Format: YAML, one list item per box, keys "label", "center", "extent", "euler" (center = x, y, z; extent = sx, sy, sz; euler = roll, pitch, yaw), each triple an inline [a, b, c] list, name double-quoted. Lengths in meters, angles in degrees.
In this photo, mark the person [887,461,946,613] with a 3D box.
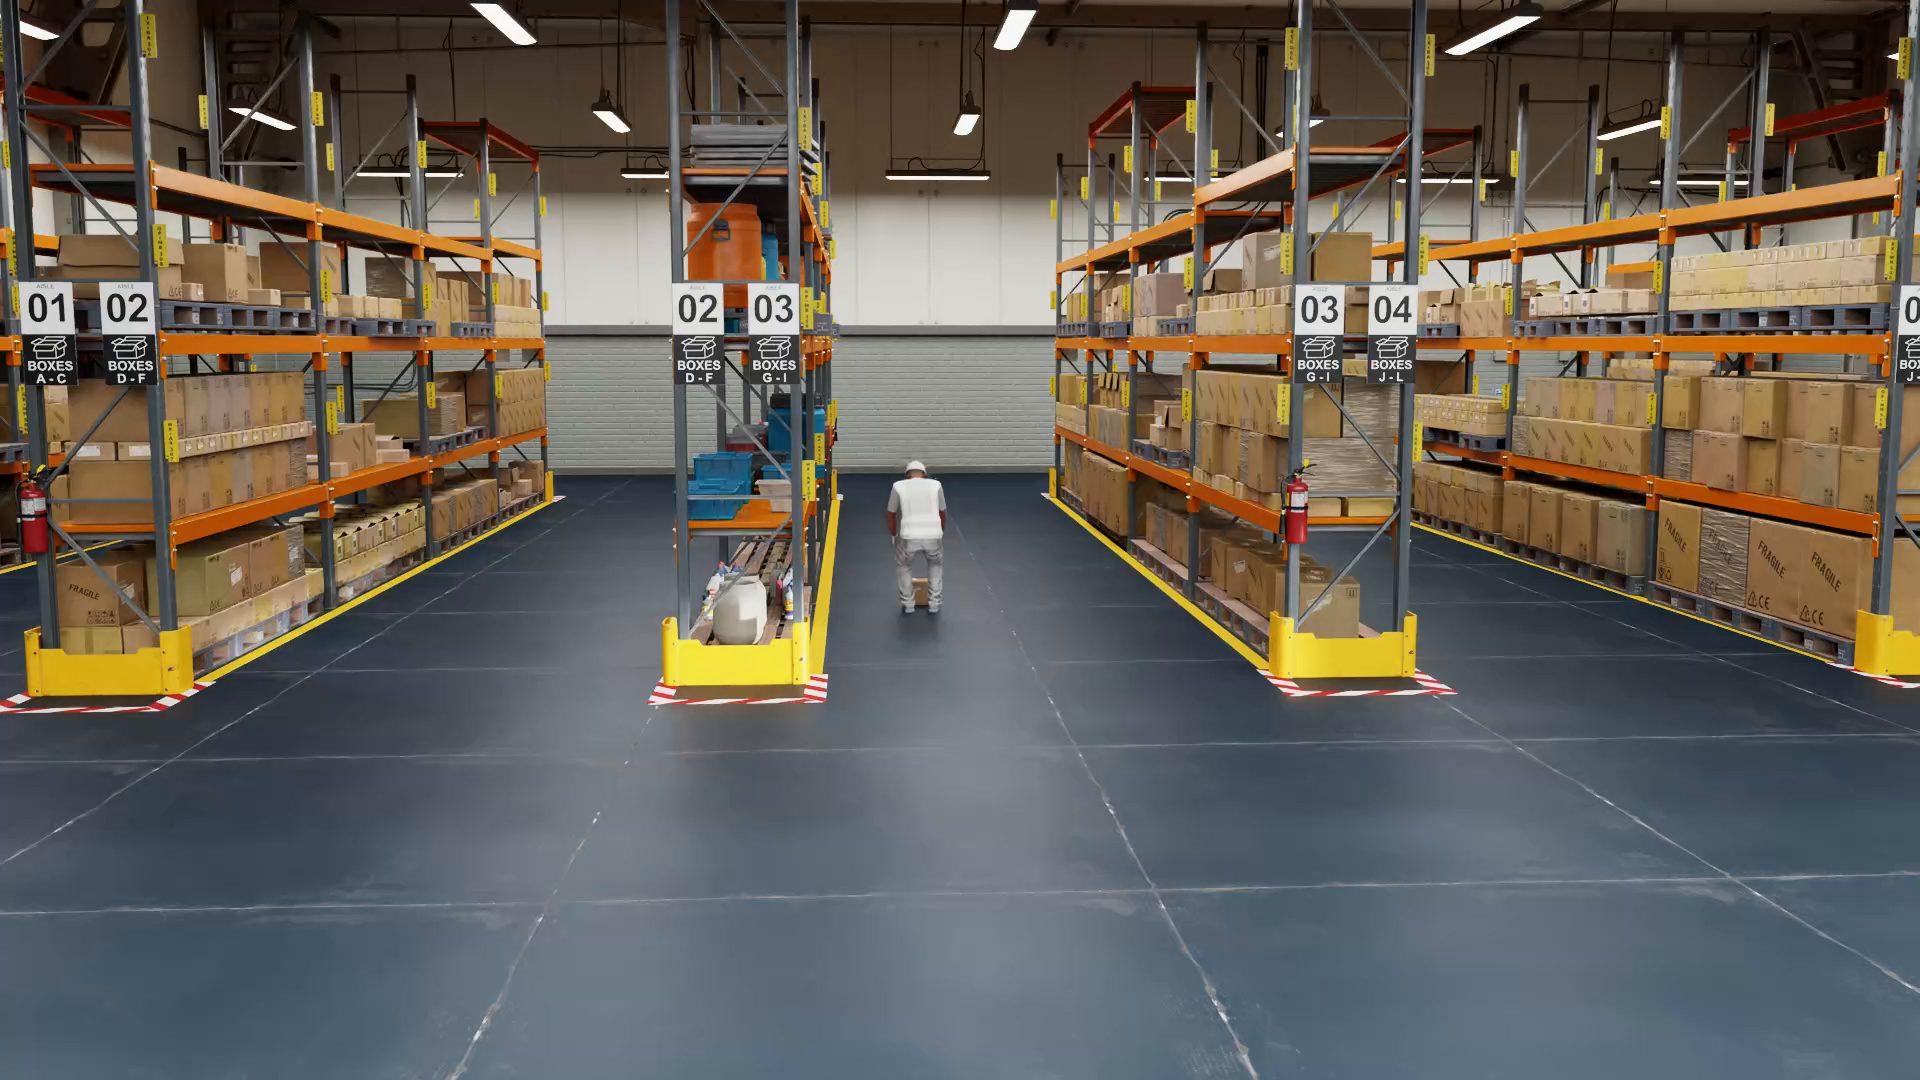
- label: "person"
  center: [-0.444, -0.033, 17.034]
  extent: [0.608, 1.525, 0.696]
  euler: [0, 7, -3]
